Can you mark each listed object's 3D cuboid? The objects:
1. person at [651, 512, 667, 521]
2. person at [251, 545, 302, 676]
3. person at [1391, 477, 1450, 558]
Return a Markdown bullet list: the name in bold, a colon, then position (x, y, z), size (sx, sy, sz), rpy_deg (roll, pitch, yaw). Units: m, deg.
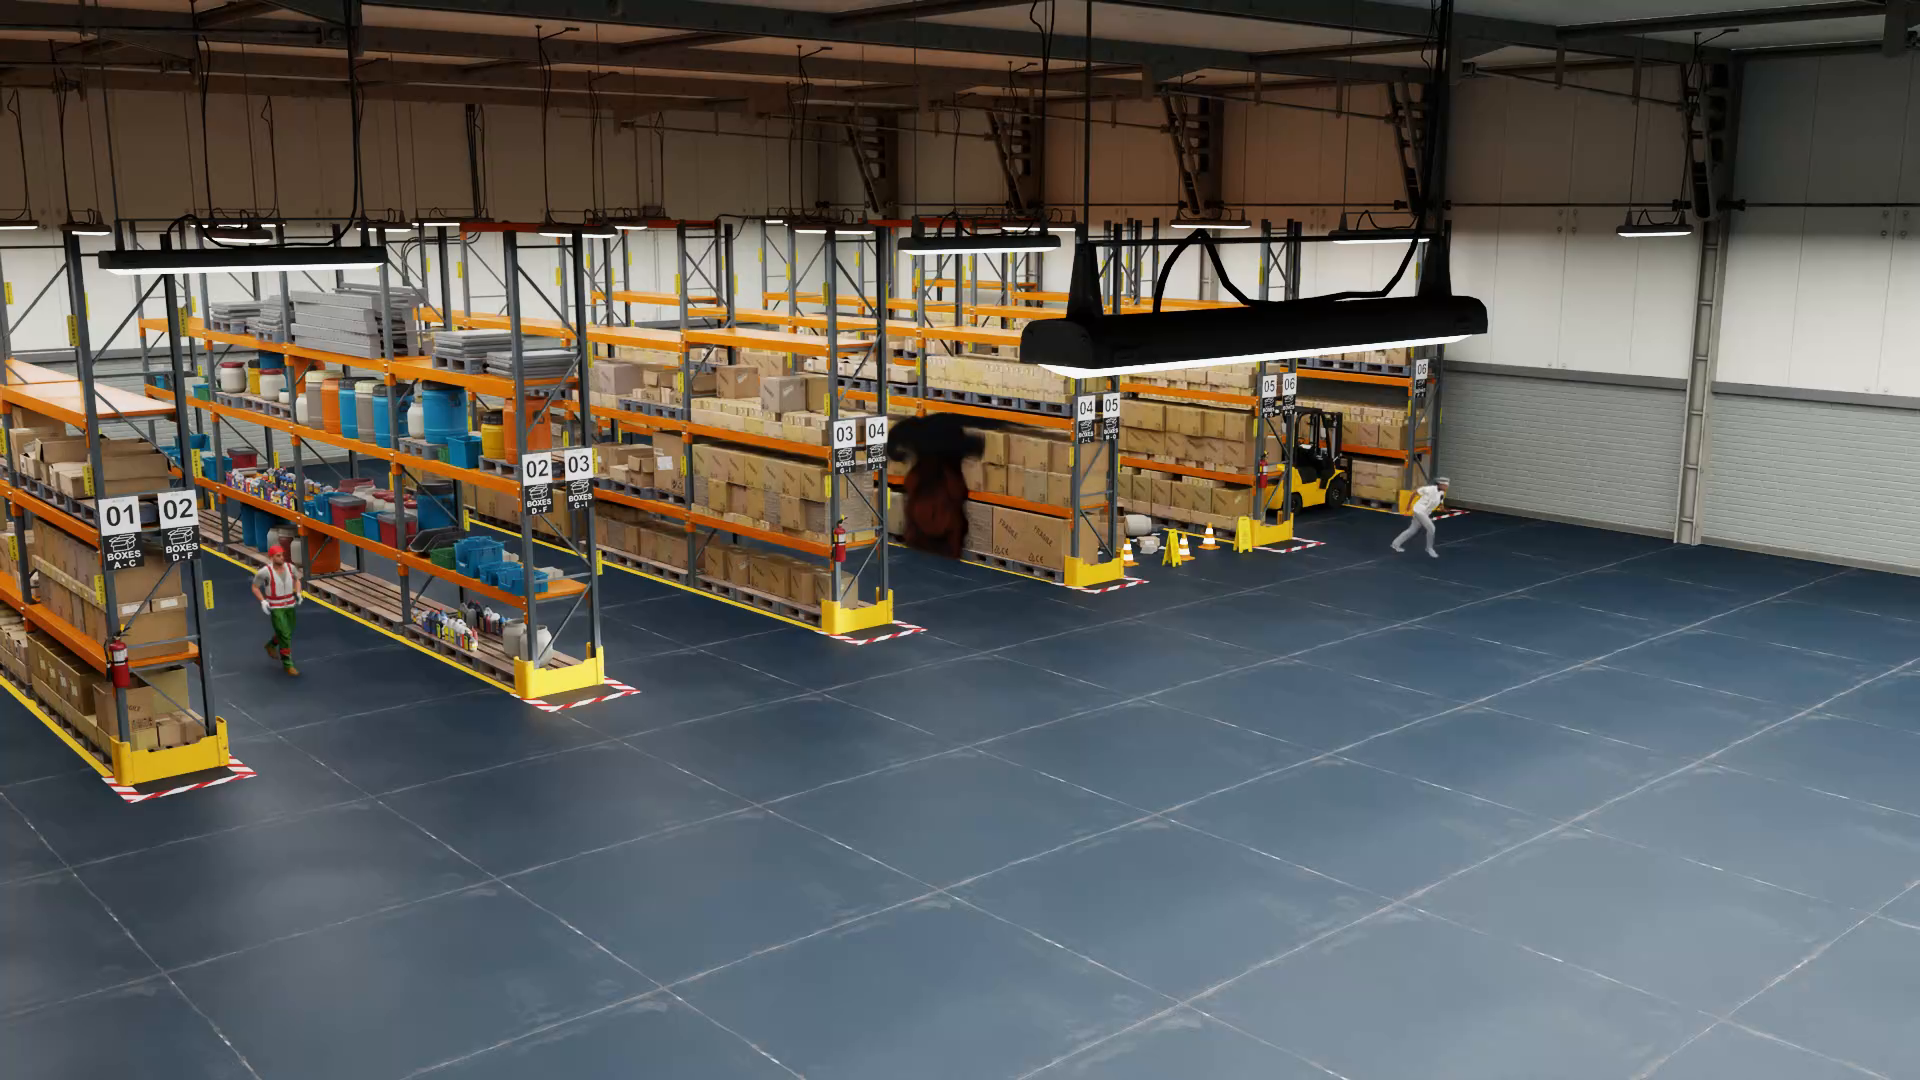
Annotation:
- **person**: position (-5.892, -1.055, 32.538), size (0.540, 1.580, 0.733), rpy_deg (-10, 15, -40)
- **person**: position (-9.354, 0.929, 22.803), size (0.822, 1.803, 0.659), rpy_deg (10, 15, 39)
- **person**: position (8.428, -0.459, 30.324), size (1.039, 1.468, 0.540), rpy_deg (10, 15, 41)
